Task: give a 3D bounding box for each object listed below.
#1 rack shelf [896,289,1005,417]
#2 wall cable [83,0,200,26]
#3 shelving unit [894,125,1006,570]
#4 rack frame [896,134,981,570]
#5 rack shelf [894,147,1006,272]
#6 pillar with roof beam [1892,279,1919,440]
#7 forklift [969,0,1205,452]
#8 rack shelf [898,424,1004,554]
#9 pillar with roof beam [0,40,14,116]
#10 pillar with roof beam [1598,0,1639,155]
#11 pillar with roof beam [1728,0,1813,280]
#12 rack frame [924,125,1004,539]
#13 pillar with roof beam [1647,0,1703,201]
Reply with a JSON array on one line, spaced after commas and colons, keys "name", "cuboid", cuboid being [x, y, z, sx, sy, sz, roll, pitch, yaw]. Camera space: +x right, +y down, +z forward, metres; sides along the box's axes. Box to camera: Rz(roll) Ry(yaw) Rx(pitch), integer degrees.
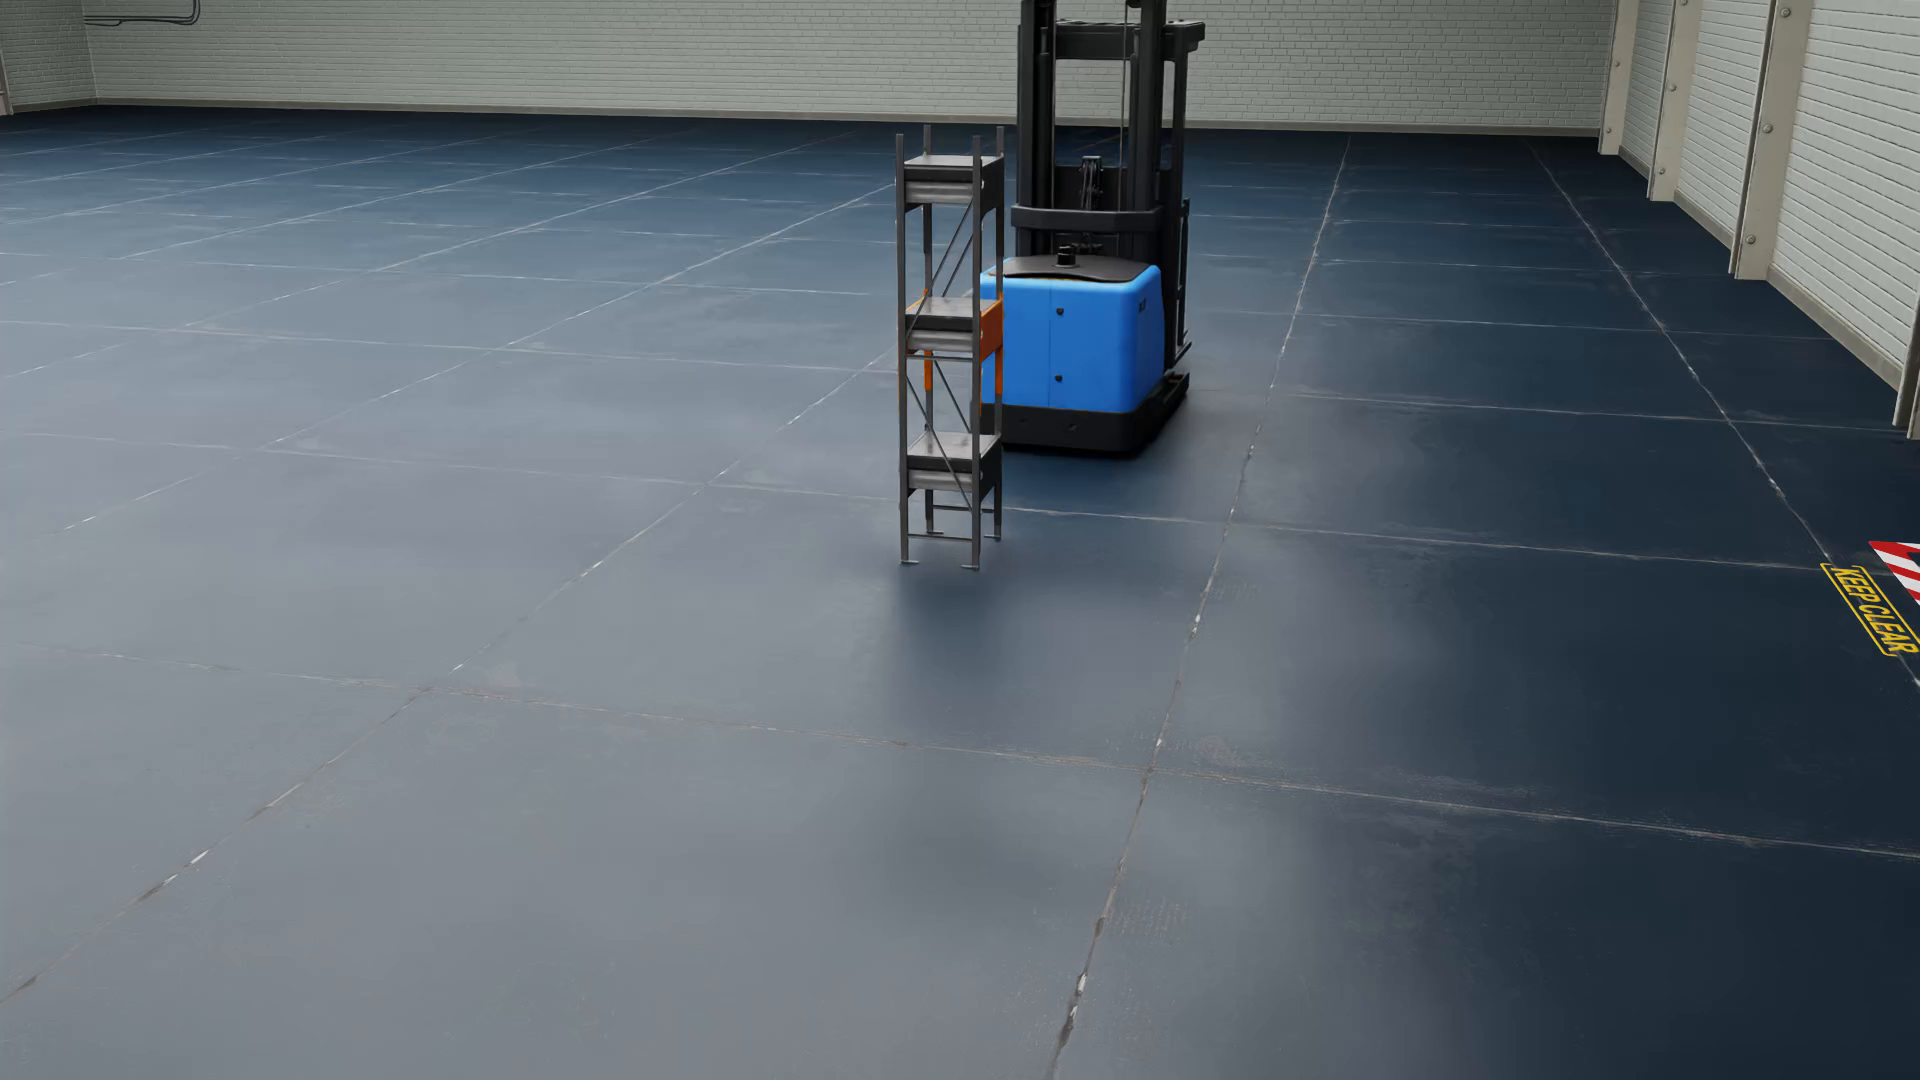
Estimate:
[{"name": "rack shelf", "cuboid": [-0.040, -0.929, 8.201, 0.431, 0.518, 0.480, 5, 19, 13]}, {"name": "wall cable", "cuboid": [-17.916, -12.430, 35.960, 3.097, 2.526, 0.112, 5, 19, 13]}, {"name": "shelving unit", "cuboid": [-0.040, -0.942, 8.196, 0.431, 2.100, 0.503, 5, 19, 13]}, {"name": "rack frame", "cuboid": [-0.100, -0.865, 7.972, 0.400, 2.100, 0.015, 5, 19, 13]}, {"name": "rack shelf", "cuboid": [-0.040, -1.591, 7.974, 0.431, 0.518, 0.480, 5, 19, 13]}, {"name": "pillar with roof beam", "cuboid": [2.055, -5.291, 10.255, 9.100, 9.000, 0.400, 5, 19, 13]}, {"name": "forklift", "cuboid": [0.975, -2.360, 11.062, 1.130, 2.935, 3.031, 6, 20, 16]}, {"name": "rack shelf", "cuboid": [-0.040, -0.266, 8.427, 0.431, 0.518, 0.480, 5, 19, 13]}, {"name": "pillar with roof beam", "cuboid": [-15.743, -12.740, 32.065, 9.100, 9.000, 0.400, 5, 19, 13]}, {"name": "pillar with roof beam", "cuboid": [6.453, -10.932, 26.772, 9.100, 9.000, 0.400, 5, 19, 13]}, {"name": "pillar with roof beam", "cuboid": [3.521, -7.171, 15.761, 9.100, 9.000, 0.400, 5, 19, 13]}, {"name": "rack frame", "cuboid": [0.019, -1.018, 8.420, 0.400, 2.100, 0.015, 5, 19, 13]}, {"name": "pillar with roof beam", "cuboid": [4.987, -9.052, 21.266, 9.100, 9.000, 0.400, 5, 19, 13]}]
